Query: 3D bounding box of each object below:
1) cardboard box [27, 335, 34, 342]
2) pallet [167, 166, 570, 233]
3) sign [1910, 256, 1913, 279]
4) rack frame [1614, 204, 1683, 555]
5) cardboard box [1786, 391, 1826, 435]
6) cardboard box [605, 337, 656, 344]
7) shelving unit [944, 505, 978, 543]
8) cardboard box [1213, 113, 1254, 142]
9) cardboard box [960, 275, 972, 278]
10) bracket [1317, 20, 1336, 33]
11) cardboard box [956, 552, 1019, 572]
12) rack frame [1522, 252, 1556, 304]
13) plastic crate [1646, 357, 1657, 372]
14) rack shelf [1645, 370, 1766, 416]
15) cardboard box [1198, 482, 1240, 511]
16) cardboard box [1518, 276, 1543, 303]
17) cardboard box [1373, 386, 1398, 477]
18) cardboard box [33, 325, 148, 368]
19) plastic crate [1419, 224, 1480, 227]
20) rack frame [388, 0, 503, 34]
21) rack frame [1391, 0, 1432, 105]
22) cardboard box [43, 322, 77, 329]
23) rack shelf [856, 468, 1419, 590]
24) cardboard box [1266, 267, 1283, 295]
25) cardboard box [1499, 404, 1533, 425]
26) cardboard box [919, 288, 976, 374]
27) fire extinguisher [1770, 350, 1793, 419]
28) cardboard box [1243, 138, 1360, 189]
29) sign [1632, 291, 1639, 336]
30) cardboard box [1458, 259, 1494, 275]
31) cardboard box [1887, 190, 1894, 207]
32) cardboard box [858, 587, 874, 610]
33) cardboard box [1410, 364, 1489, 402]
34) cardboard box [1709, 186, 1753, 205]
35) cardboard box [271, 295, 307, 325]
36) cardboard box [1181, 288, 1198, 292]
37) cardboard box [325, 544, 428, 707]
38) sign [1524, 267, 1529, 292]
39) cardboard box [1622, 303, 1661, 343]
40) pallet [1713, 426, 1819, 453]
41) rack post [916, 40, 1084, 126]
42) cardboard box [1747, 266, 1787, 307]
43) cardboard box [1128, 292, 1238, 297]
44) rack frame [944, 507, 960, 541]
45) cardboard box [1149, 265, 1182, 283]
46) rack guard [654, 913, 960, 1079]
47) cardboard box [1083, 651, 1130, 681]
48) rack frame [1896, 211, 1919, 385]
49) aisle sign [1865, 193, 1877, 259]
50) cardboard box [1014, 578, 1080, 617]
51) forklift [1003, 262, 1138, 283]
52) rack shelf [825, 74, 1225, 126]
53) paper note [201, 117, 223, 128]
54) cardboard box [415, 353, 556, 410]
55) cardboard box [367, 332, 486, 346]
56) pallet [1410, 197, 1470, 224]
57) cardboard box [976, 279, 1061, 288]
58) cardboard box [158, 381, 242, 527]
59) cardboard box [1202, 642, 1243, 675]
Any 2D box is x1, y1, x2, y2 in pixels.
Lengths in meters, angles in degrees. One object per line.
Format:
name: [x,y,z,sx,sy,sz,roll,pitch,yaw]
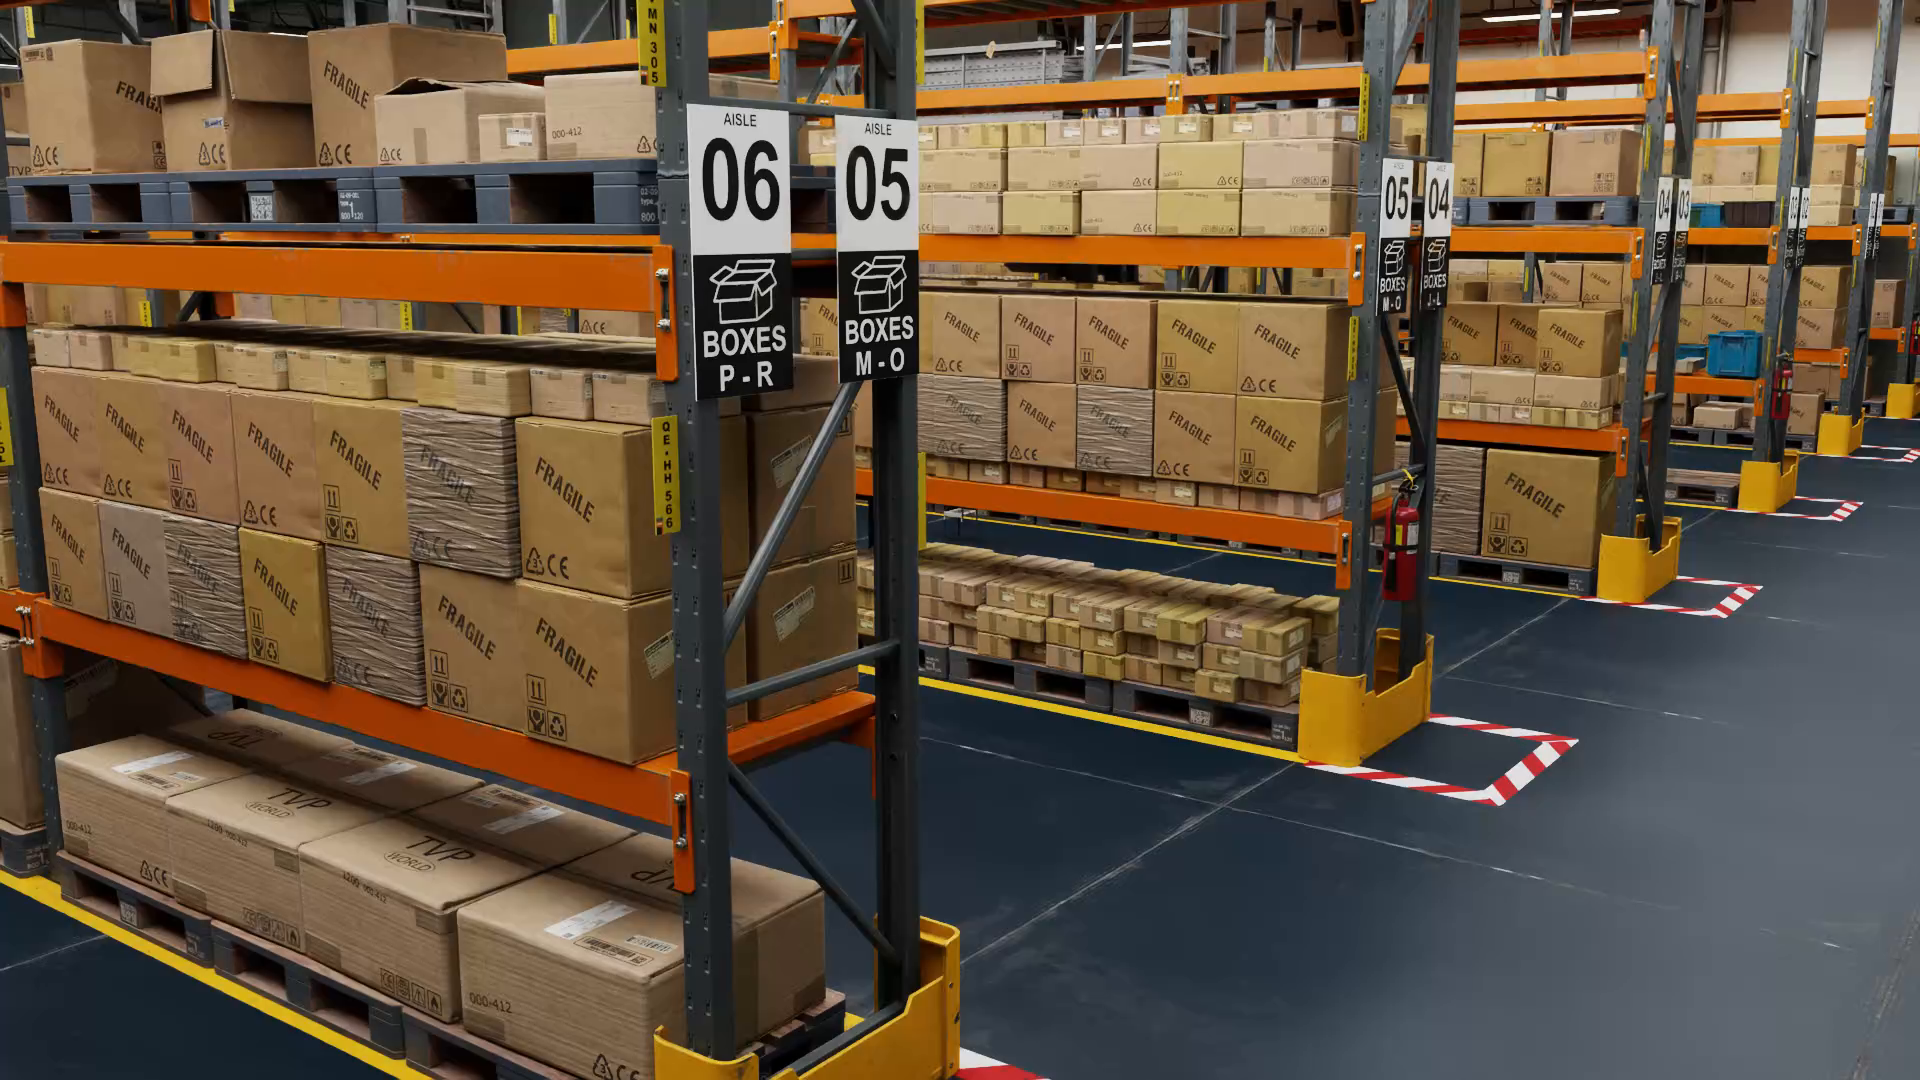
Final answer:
cardboard box: [-4.716,-0.769,8.430,0.500,0.500,0.500,8,13,34]
pallet: [-2.070,-1.224,6.014,1.213,0.211,1.003,8,13,36]
sign: [13.851,-3.971,24.207,0.005,0.325,0.100,8,13,36]
rack frame: [5.388,-1.093,13.001,0.127,3.000,1.000,8,13,36]
cardboard box: [10.670,-1.621,21.155,0.500,0.500,0.500,8,13,36]
cardboard box: [-2.591,-1.519,13.193,0.250,0.149,0.380,8,14,36]
shelving unit: [0.007,-0.441,15.160,0.210,0.900,0.258,8,13,36]
cardboard box: [1.580,-2.249,9.109,0.250,0.149,0.380,7,13,34]
cardboard box: [0.214,-4.466,28.468,0.250,0.149,0.380,8,14,37]
bracket: [6.655,-9.251,29.898,0.430,0.232,0.235,8,13,36]
cardboard box: [0.184,0.198,11.165,0.250,0.149,0.380,8,14,37]
rack frame: [8.030,-3.059,23.163,0.127,3.000,1.000,8,13,36]
plastic crate: [7.330,-1.850,17.451,0.243,0.136,0.396,8,13,36]
rack shelf: [6.707,-1.723,18.151,4.000,0.370,1.077,8,13,36]
cardboard box: [1.551,-0.274,9.433,0.250,0.149,0.380,8,13,35]
cardboard box: [9.621,-4.149,27.701,0.500,0.500,0.500,8,14,36]
cardboard box: [2.172,-0.633,9.577,0.500,0.500,0.500,9,14,38]
cardboard box: [-3.601,-0.809,6.929,0.250,0.149,0.380,8,13,35]
plastic crate: [5.616,-3.668,18.973,0.662,0.188,0.450,8,13,36]
rack frame: [-4.078,-4.190,13.214,0.127,3.000,1.000,8,13,36]
rack frame: [5.095,-5.246,18.675,0.127,3.000,1.000,8,13,36]
cardboard box: [-8.915,-1.989,17.237,0.500,0.550,0.875,8,13,36]
rack shelf: [0.758,-0.216,10.366,4.000,0.370,1.077,8,13,36]
cardboard box: [5.897,-4.786,30.672,0.500,0.500,0.700,10,15,43]
cardboard box: [4.492,-1.017,13.269,0.250,0.149,0.380,8,14,36]
cardboard box: [-0.207,-1.337,10.583,0.500,0.500,0.500,7,13,34]
fire extinguisher: [8.172,-1.543,16.516,0.183,0.674,0.296,8,13,36]
cardboard box: [1.848,-2.002,8.883,0.500,0.250,0.500,7,13,34]
sign: [5.055,-1.696,12.447,0.005,0.325,0.100,8,13,36]
cardboard box: [8.788,-4.634,28.232,0.500,0.250,0.500,8,14,36]
cardboard box: [13.740,-5.142,25.059,0.500,0.250,0.500,9,14,38]
cardboard box: [-0.494,0.357,11.122,0.250,0.149,0.380,8,14,36]
cardboard box: [4.021,-1.293,13.650,0.500,0.250,0.500,7,13,34]
cardboard box: [9.885,-4.385,21.201,0.500,0.250,0.500,8,13,36]
cardboard box: [-5.669,-2.008,14.834,0.500,0.500,0.700,8,13,35]
cardboard box: [3.444,-3.744,26.440,0.500,0.500,0.500,7,13,33]
cardboard box: [-1.840,0.247,5.815,0.500,0.500,0.500,8,14,37]
sign: [7.705,-3.542,22.612,0.005,0.325,0.100,8,13,36]
cardboard box: [9.096,-2.895,22.054,0.500,0.500,0.500,8,13,35]
pallet: [10.550,-1.338,21.610,1.213,0.211,1.003,8,13,36]
rack post: [0.285,-6.035,22.229,3.121,1.000,1.013,8,13,36]
cardboard box: [10.325,-3.214,21.068,0.500,0.500,0.500,8,14,37]
cardboard box: [1.349,-1.240,10.081,0.500,0.500,0.500,8,13,34]
rack frame: [-0.075,-0.452,15.219,0.006,0.900,0.240,8,13,36]
cardboard box: [3.947,-5.027,31.705,0.500,0.500,0.500,8,13,35]
rack guard: [-0.459,1.654,5.383,0.348,0.500,1.175,8,13,36]
cardboard box: [0.944,0.720,10.030,0.250,0.149,0.380,7,13,33]
rack frame: [14.183,-3.368,24.760,0.127,3.000,1.000,8,13,36]
aisle sign: [11.128,-3.831,20.309,0.004,0.787,0.394,8,13,36]
cardboard box: [0.546,0.357,10.341,0.250,0.149,0.380,8,14,36]
forklift: [1.159,-2.134,18.564,3.031,2.935,1.130,10,15,41]
rack shelf: [0.552,-4.163,16.025,4.000,0.370,1.077,8,13,36]
paper note: [-2.516,-1.403,5.594,0.123,0.032,0.006,8,14,36]
cardboard box: [-1.541,-0.519,5.434,0.250,0.149,0.380,8,14,37]
cardboard box: [-2.066,-0.719,6.467,0.250,0.149,0.380,8,14,36]
pallet: [3.796,-2.741,13.856,1.213,0.211,1.003,8,13,36]
cardboard box: [0.587,-2.301,16.342,0.637,0.503,0.797,8,14,37]
cardboard box: [-2.652,-0.358,6.306,0.500,0.500,0.500,8,14,37]
cardboard box: [1.597,0.649,9.613,0.250,0.149,0.380,8,13,34]
